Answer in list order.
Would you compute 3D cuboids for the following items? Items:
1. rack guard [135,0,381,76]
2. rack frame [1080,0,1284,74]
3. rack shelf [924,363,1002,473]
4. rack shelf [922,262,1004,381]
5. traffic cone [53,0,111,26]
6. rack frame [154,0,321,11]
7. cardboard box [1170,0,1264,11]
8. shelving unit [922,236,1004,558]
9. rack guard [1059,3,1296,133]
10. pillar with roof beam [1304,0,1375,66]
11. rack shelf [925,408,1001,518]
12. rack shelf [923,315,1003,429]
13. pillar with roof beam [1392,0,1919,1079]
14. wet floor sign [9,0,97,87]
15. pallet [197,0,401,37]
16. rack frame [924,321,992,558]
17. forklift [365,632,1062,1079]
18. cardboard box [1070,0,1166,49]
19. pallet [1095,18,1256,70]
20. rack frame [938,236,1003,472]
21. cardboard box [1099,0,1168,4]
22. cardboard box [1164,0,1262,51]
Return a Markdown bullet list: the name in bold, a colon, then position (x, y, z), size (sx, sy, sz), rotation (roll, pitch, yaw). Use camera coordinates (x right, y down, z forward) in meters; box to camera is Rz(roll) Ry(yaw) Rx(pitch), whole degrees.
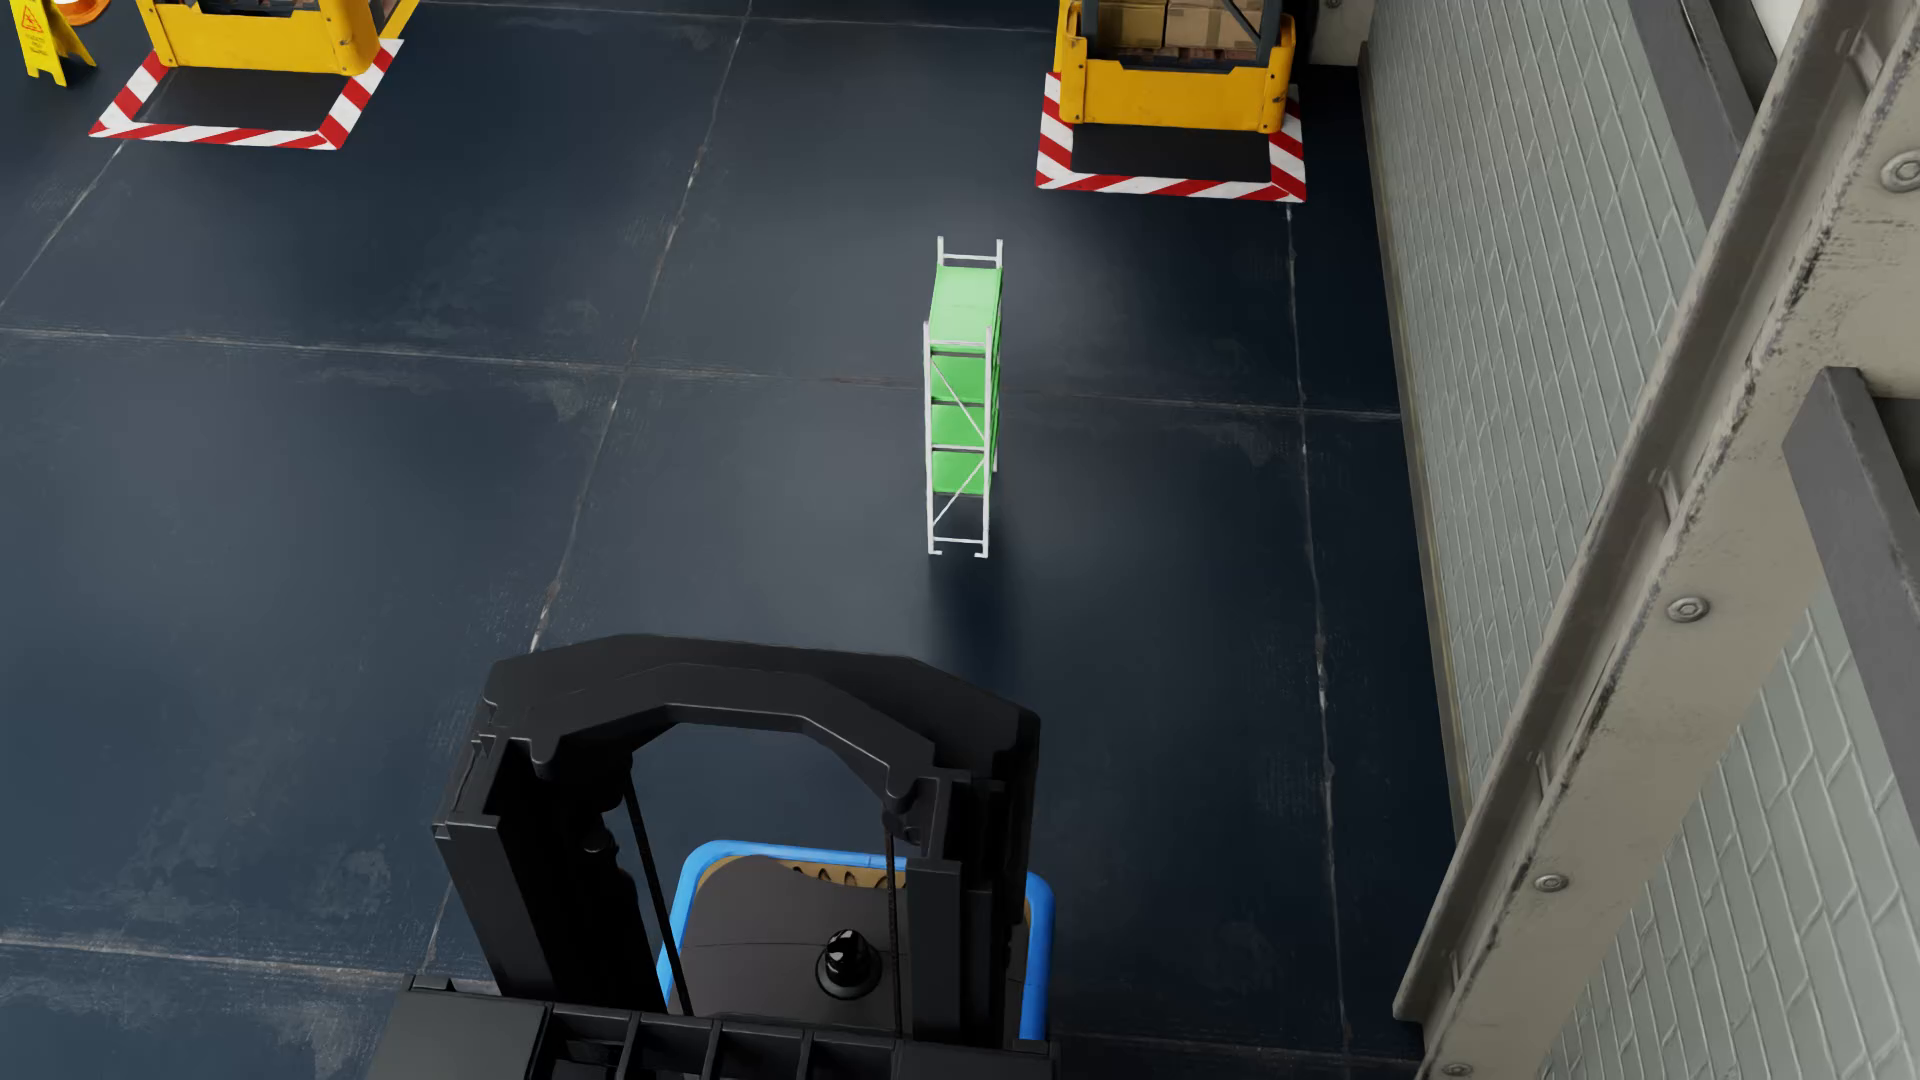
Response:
- **rack guard**: position (-3.817, -2.860, 9.027), size (1.175, 0.500, 0.348), rotation (4, 48, 4)
- **rack frame**: position (1.120, -3.317, 7.751), size (1.000, 3.000, 0.127), rotation (4, 48, 4)
- **rack shelf**: position (0.015, -0.483, 6.466), size (0.258, 0.148, 0.480), rotation (4, 48, 4)
- **rack shelf**: position (0.015, -0.807, 6.111), size (0.258, 0.148, 0.480), rotation (4, 48, 4)
- **traffic cone**: position (-5.069, -3.195, 9.358), size (0.336, 0.463, 0.334), rotation (4, 48, 4)
- **rack frame**: position (-3.823, -3.648, 8.054), size (1.000, 3.000, 0.127), rotation (4, 48, 4)
- **cardboard box**: position (1.370, -3.031, 8.730), size (0.500, 0.250, 0.500), rotation (5, 48, 4)
- **shelving unit**: position (0.015, -0.527, 6.419), size (0.258, 1.200, 0.503), rotation (4, 48, 4)
- **rack guard**: position (1.118, -2.456, 8.657), size (1.175, 0.500, 0.348), rotation (4, 48, 4)
- **pillar with roof beam**: position (-2.206, -6.082, 6.215), size (9.100, 9.000, 0.400), rotation (4, 48, 4)
- **rack shelf**: position (0.015, -0.321, 6.643), size (0.258, 0.148, 0.480), rotation (4, 48, 4)
- **rack shelf**: position (0.015, -0.645, 6.289), size (0.258, 0.148, 0.480), rotation (4, 48, 4)
- **pillar with roof beam**: position (-2.753, -1.673, 2.182), size (9.100, 9.000, 0.400), rotation (4, 48, 4)
- **wet floor sign**: position (-4.906, -2.786, 8.861), size (0.267, 0.644, 0.232), rotation (19, 50, 17)
- **pallet**: position (-3.707, -3.358, 9.678), size (1.003, 0.211, 1.213), rotation (4, 48, 4)
- **rack frame**: position (-0.007, -0.347, 6.255), size (0.240, 1.200, 0.015), rotation (4, 48, 4)
- **forklift**: position (-0.409, 1.673, 3.234), size (1.130, 2.935, 3.031), rotation (5, 48, 4)
- **cardboard box**: position (0.848, -2.897, 8.946), size (0.500, 0.250, 0.500), rotation (4, 48, 4)
- **pallet**: position (1.148, -2.941, 9.297), size (1.003, 0.211, 1.213), rotation (4, 48, 4)
- **rack frame**: position (0.037, -0.706, 6.583), size (0.240, 1.200, 0.015), rotation (4, 48, 4)
- **cardboard box**: position (0.853, -3.078, 8.773), size (0.500, 0.250, 0.500), rotation (3, 48, 3)
- **cardboard box**: position (1.359, -2.879, 8.929), size (0.500, 0.250, 0.500), rotation (4, 48, 4)
